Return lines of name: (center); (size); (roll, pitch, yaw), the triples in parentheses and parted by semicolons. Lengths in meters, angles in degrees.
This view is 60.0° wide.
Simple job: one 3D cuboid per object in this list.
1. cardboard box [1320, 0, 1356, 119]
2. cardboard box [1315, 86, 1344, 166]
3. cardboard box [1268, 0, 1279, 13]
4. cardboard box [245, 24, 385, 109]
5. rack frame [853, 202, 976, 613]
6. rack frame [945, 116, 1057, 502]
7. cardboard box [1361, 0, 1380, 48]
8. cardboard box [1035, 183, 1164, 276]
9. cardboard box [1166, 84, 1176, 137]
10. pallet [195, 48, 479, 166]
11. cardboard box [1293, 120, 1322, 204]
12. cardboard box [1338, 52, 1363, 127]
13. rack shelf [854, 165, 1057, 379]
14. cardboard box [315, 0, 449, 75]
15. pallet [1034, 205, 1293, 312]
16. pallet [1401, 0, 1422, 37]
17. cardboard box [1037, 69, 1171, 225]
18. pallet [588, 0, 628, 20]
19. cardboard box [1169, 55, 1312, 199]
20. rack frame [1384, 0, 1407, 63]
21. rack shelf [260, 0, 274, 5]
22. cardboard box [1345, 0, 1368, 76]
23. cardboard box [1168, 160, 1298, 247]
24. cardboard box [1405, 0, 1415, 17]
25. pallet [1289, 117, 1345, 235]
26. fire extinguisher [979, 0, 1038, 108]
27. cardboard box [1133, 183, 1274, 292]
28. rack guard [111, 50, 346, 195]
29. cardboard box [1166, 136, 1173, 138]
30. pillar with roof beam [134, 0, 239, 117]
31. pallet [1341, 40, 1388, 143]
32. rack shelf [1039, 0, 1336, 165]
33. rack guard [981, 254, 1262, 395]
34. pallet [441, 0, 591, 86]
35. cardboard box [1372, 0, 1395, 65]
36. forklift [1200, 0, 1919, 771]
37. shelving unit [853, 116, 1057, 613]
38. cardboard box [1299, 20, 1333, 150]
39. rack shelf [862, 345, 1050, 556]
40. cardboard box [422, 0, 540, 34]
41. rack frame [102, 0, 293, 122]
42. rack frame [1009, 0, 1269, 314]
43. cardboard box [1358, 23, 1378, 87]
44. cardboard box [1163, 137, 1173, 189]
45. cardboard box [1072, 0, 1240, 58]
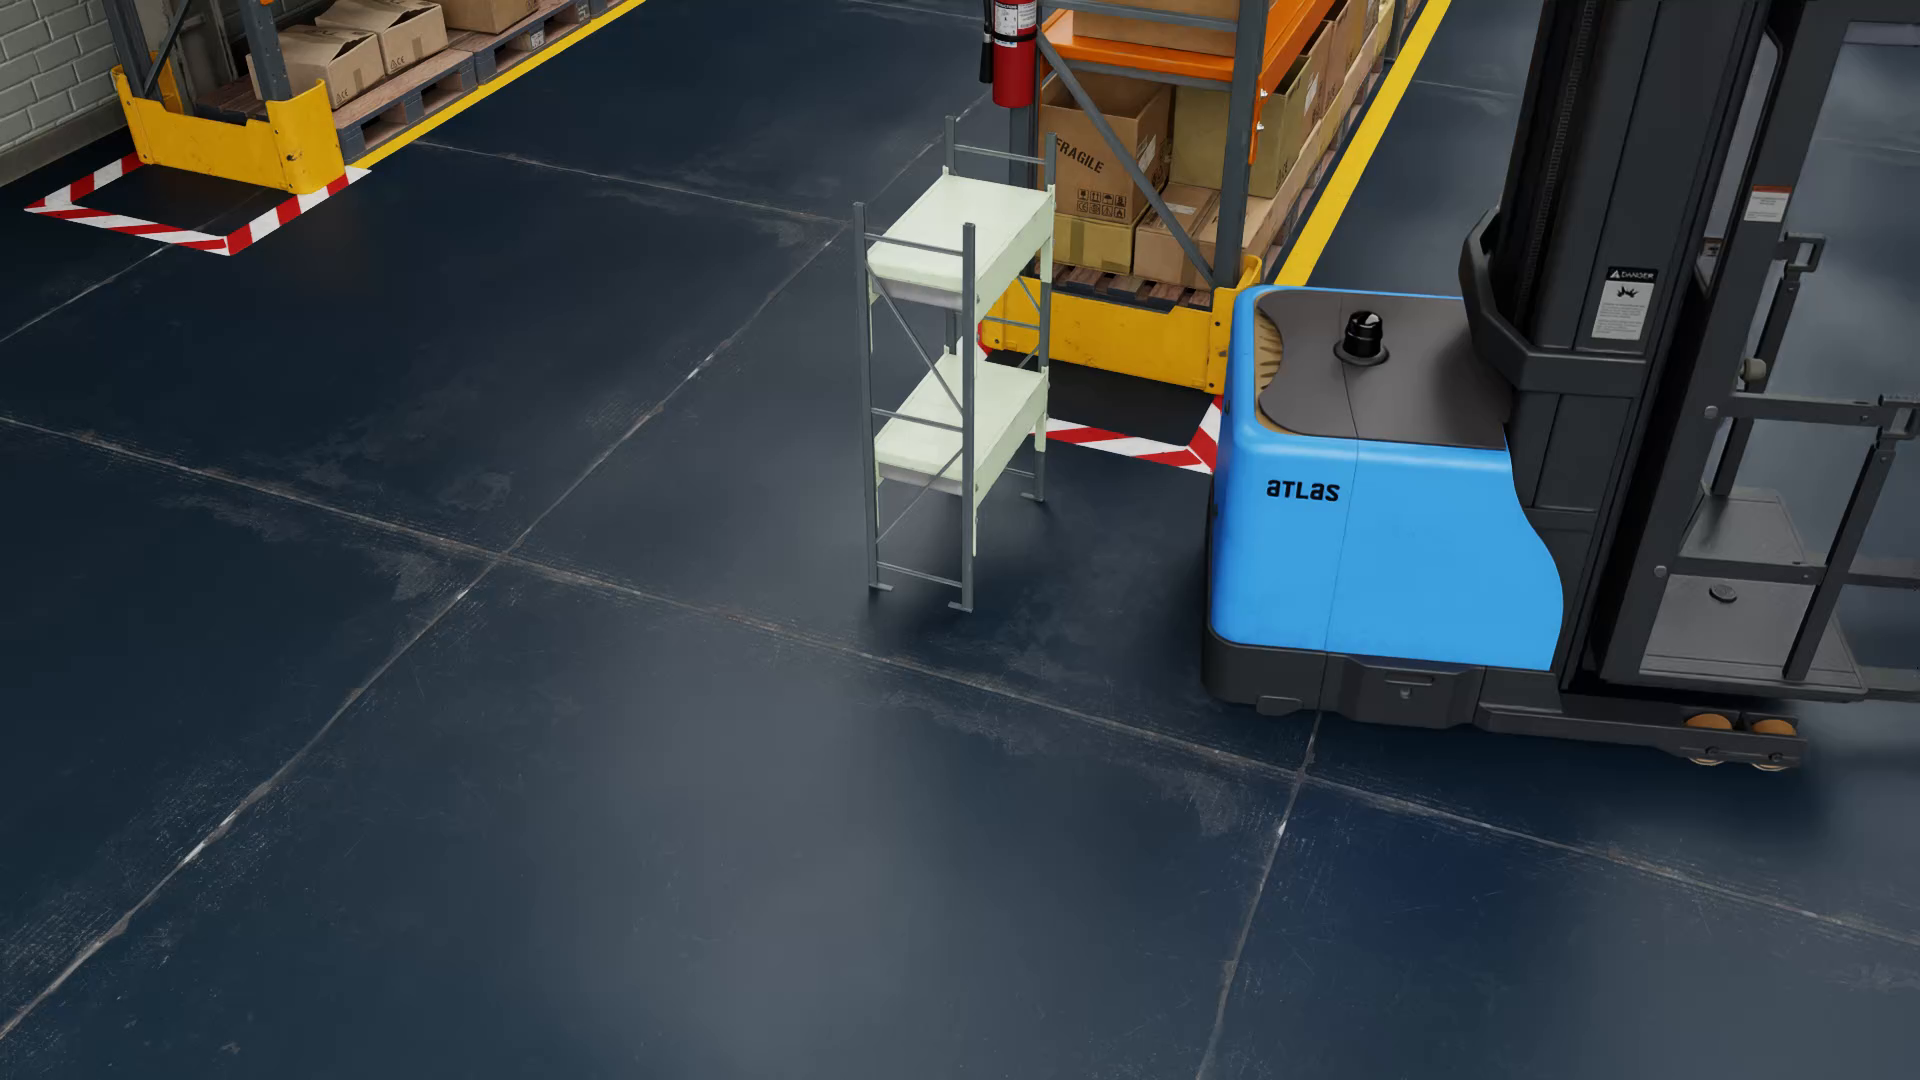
cardboard box: (1.673, -2.490, 8.396); (0.500, 0.500, 0.500); (14, 39, 18)
cardboard box: (1.673, -2.190, 8.620); (0.500, 0.250, 0.500); (14, 39, 18)
cardboard box: (1.075, -2.634, 7.185); (0.700, 0.500, 0.500); (15, 39, 19)
cardboard box: (-3.546, -2.635, 9.148); (0.500, 0.311, 0.500); (10, 38, 13)
rack frame: (-0.142, -0.394, 5.525); (0.400, 1.500, 0.023); (14, 39, 18)
rack frame: (0.137, -0.800, 6.067); (0.400, 1.500, 0.023); (14, 39, 18)
cardboard box: (2.037, -3.048, 9.142); (0.500, 0.500, 0.500); (14, 39, 18)
cardboard box: (0.621, -1.478, 7.668); (0.500, 0.250, 0.500); (14, 39, 18)
cardboard box: (0.986, -2.336, 8.189); (0.500, 0.500, 0.500); (14, 39, 18)
pallet: (-3.521, -2.540, 9.472); (1.003, 0.211, 1.213); (14, 39, 18)
cardboard box: (1.478, -1.914, 8.252); (0.500, 0.250, 0.500); (14, 39, 18)
cardboard box: (1.862, -2.467, 8.991); (0.500, 0.250, 0.500); (14, 39, 18)
rack shelf: (-0.003, -0.910, 5.562); (0.431, 0.370, 0.720); (14, 39, 18)
cardboard box: (-3.329, -2.951, 9.571); (0.500, 0.311, 0.500); (17, 40, 21)
pallet: (0.943, -1.363, 7.897); (1.003, 0.211, 1.213); (14, 39, 18)
pallet: (2.457, -3.561, 10.838); (1.003, 0.211, 1.213); (14, 39, 18)
cardboard box: (0.619, -1.779, 7.444); (0.500, 0.500, 0.500); (14, 39, 18)
pallet: (-2.593, -3.891, 11.279); (1.003, 0.211, 1.213); (14, 39, 18)
cardboard box: (1.289, -1.938, 7.656); (0.500, 0.500, 0.500); (14, 39, 18)
rack frame: (2.212, -4.261, 9.446); (1.000, 3.000, 0.127); (14, 39, 18)
rack shelf: (-3.131, -3.992, 9.687); (1.077, 0.370, 4.000); (14, 39, 18)
cardboard box: (1.850, -2.770, 8.770); (0.500, 0.500, 0.500); (14, 39, 18)
cardboard box: (1.287, -1.638, 7.881); (0.500, 0.250, 0.500); (14, 39, 18)
cardboard box: (2.595, -3.495, 10.367); (0.500, 0.250, 0.500); (13, 39, 17)
pallet: (1.408, -2.036, 8.798); (1.003, 0.211, 1.213); (14, 39, 18)
fire extinguisher: (0.216, -2.056, 6.560); (0.296, 0.674, 0.183); (14, 39, 18)
cardboard box: (1.100, -1.360, 7.510); (0.500, 0.250, 0.500); (14, 39, 18)
rack guard: (-3.863, -2.214, 8.795); (1.175, 0.500, 0.348); (14, 39, 18)
cardboard box: (0.989, -2.035, 8.413); (0.500, 0.250, 0.500); (14, 39, 18)
pillar with roof beam: (-0.444, -5.180, 5.664); (9.100, 9.000, 0.400); (14, 39, 18)
pallet: (1.871, -2.714, 9.704); (1.003, 0.211, 1.213); (14, 39, 18)
rack shelf: (1.451, -2.866, 8.180); (1.077, 0.370, 4.000); (14, 39, 18)
rack guard: (0.681, -1.032, 7.214); (1.175, 0.500, 0.348); (14, 39, 18)
pallet: (-3.056, -3.213, 10.373); (1.003, 0.211, 1.213); (14, 39, 18)
cardboard box: (2.238, -3.022, 9.733); (0.500, 0.250, 0.500); (14, 39, 18)
forklift: (2.356, -0.783, 4.849); (3.031, 2.935, 1.130); (5, 37, 6)
shelving unit: (-0.003, -0.597, 5.796); (0.431, 1.500, 0.755); (14, 39, 18)
cardboard box: (1.467, -2.217, 8.031); (0.500, 0.500, 0.500); (14, 39, 18)
rack shelf: (-0.003, -0.336, 5.991); (0.431, 0.370, 0.720); (14, 39, 18)
cardboard box: (-3.003, -3.421, 10.042); (0.700, 0.500, 0.500); (11, 38, 15)
rack frame: (-3.892, -3.173, 7.990); (1.000, 3.000, 0.127); (14, 39, 18)
rack frame: (0.691, -2.047, 6.483); (1.000, 3.000, 0.127); (14, 39, 18)
cardboard box: (2.039, -2.747, 9.366); (0.500, 0.250, 0.500); (14, 39, 18)
cardboard box: (0.800, -1.757, 8.042); (0.500, 0.250, 0.500); (14, 39, 18)
cardboard box: (0.880, -2.342, 6.795); (0.700, 0.500, 0.500); (14, 39, 18)
